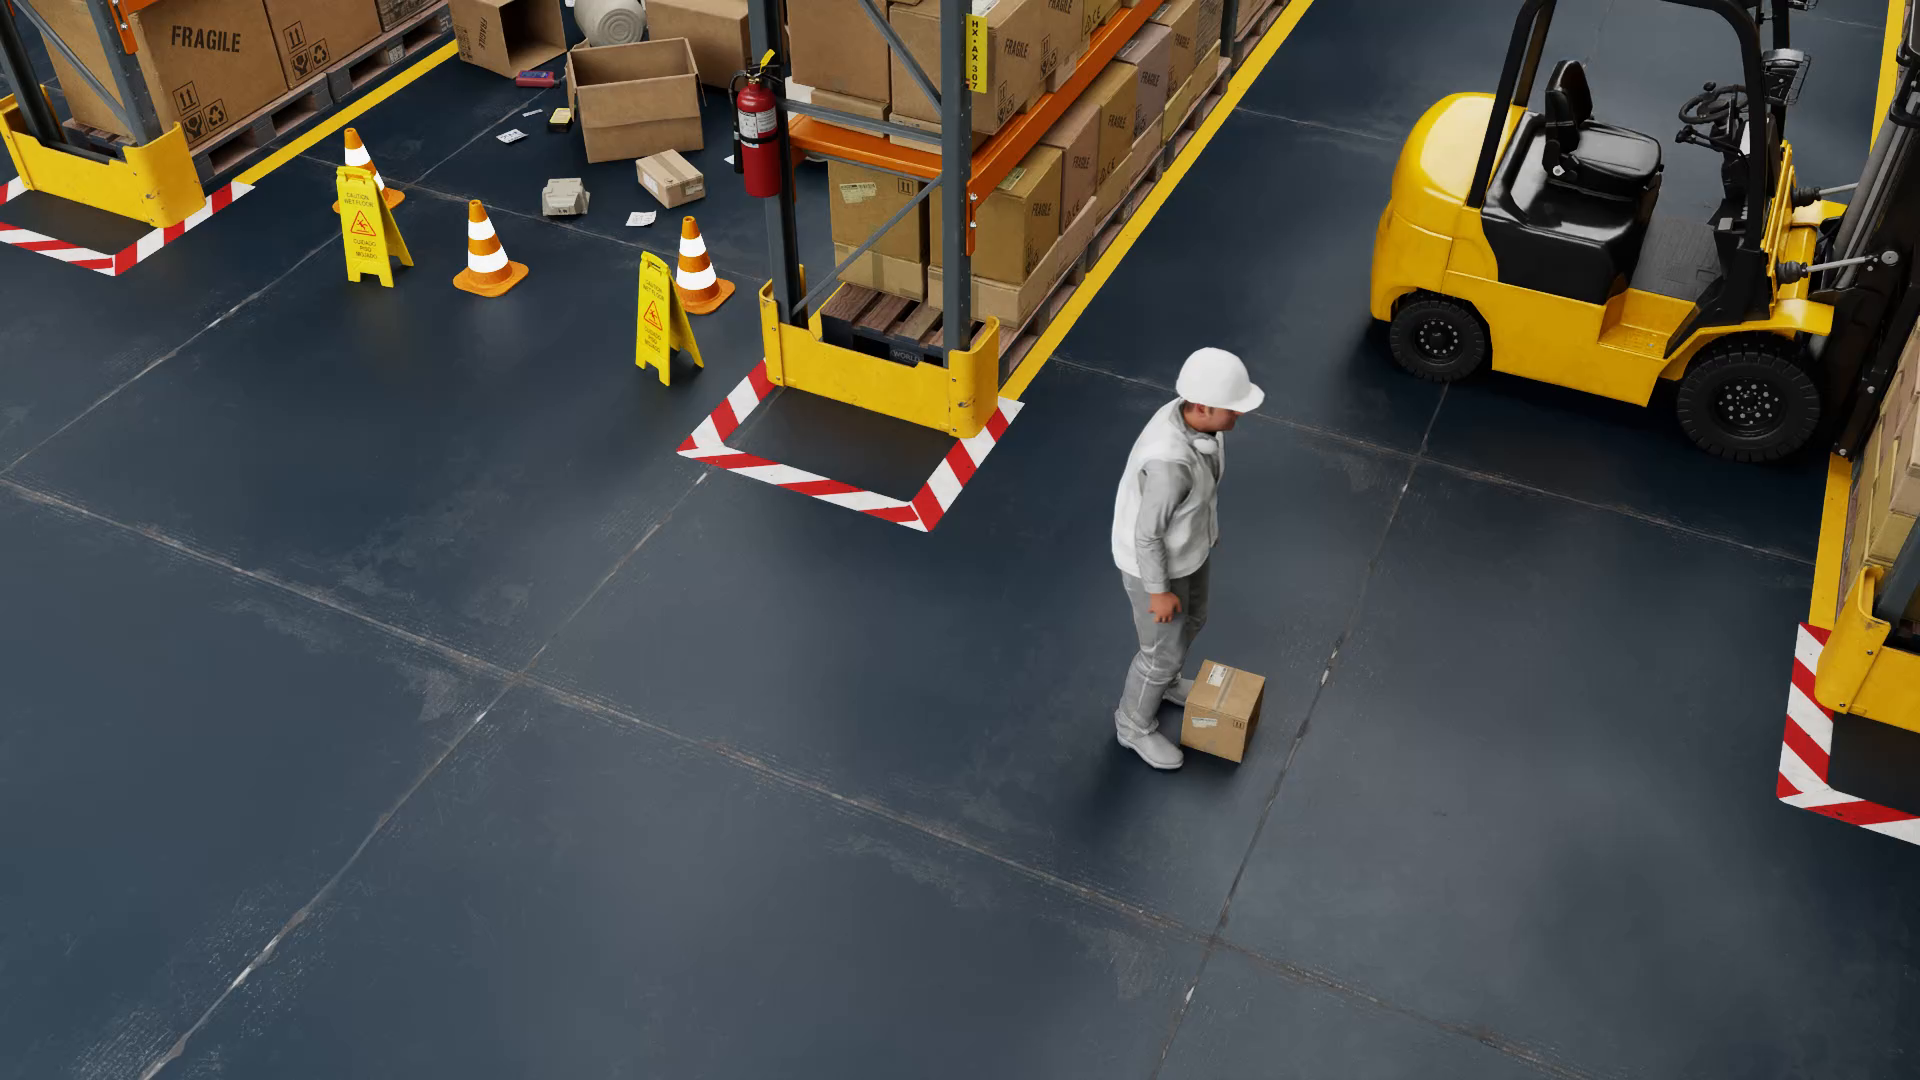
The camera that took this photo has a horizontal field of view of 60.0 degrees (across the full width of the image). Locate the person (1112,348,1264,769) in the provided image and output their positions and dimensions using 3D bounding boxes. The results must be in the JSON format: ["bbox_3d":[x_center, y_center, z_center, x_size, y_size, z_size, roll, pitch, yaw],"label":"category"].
[{"bbox_3d":[0.792,0.038,6.097,0.460,1.772,0.581,18,45,19],"label":"person"}]
